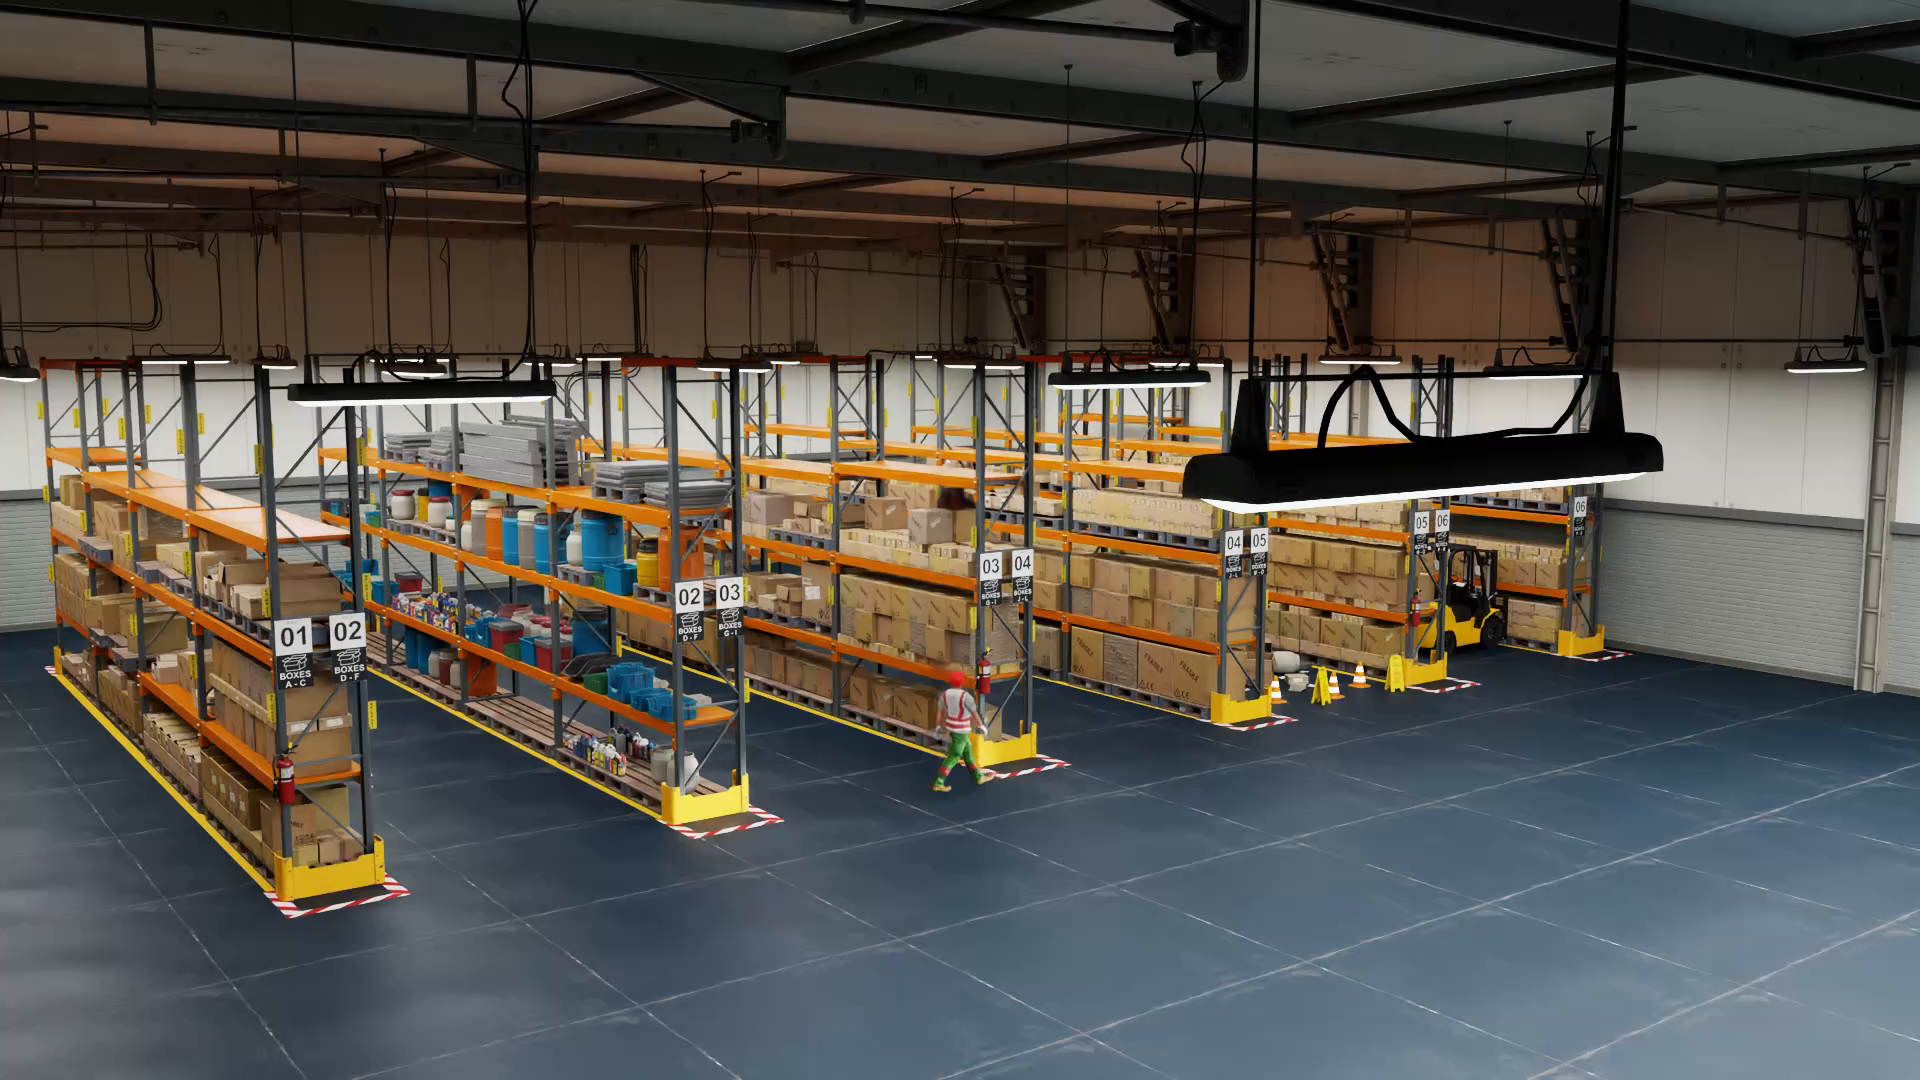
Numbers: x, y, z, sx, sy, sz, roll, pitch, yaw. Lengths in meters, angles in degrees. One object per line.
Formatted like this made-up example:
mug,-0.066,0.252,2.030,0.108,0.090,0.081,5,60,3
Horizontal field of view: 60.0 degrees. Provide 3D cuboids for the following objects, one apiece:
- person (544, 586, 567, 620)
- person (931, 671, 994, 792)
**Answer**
person,-8.374,1.327,34.367,0.556,1.784,0.395,4,8,29
person,0.048,2.662,23.399,1.084,1.717,0.559,-3,8,-27
